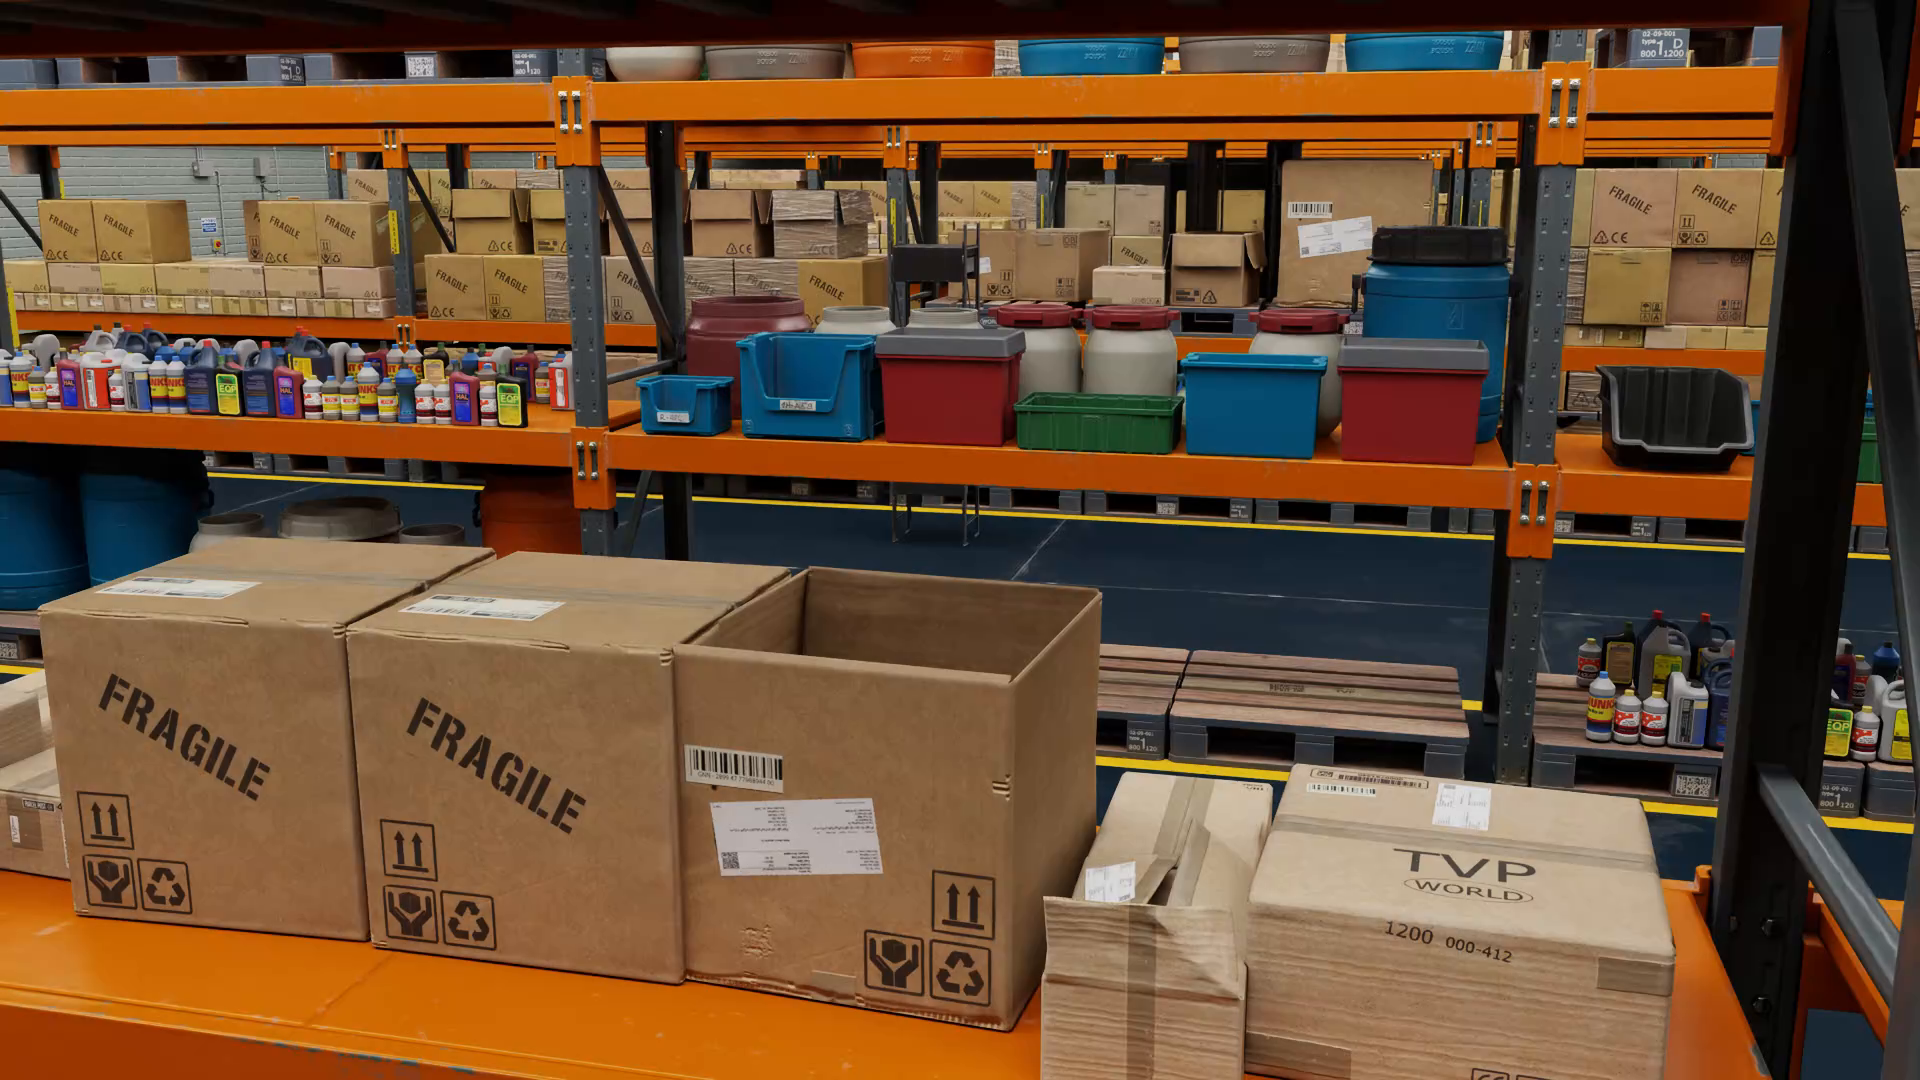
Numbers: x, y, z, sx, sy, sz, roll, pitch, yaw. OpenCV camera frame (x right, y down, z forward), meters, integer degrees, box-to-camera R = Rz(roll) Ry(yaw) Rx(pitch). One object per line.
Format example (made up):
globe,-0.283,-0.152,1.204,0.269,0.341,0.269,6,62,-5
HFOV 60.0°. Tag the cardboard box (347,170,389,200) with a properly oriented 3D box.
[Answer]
cardboard box,-6.453,-3.874,18.544,0.500,0.500,0.500,3,13,13

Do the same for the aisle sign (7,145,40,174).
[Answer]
aisle sign,-8.110,-3.569,14.394,0.004,0.787,0.394,3,13,14

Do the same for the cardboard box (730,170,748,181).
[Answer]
cardboard box,-2.949,-4.973,22.687,0.250,0.149,0.380,3,13,13

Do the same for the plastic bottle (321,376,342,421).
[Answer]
plastic bottle,-2.926,-0.663,7.755,0.097,0.201,0.097,0,13,0

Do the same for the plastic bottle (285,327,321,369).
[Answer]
plastic bottle,-3.375,-0.924,8.587,0.185,0.351,0.144,3,13,14

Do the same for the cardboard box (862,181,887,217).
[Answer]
cardboard box,-0.995,-4.543,22.245,0.500,0.500,0.500,3,13,13

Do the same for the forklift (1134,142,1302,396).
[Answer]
forklift,2.107,-2.108,13.968,1.130,2.935,3.031,-4,13,-17

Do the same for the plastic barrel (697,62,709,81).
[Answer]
plastic barrel,-1.280,-2.163,7.491,0.294,0.245,0.294,0,13,0

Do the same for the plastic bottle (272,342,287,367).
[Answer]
plastic bottle,-3.521,-0.885,8.593,0.097,0.271,0.097,0,13,0

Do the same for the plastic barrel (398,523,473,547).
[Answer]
plastic barrel,-2.581,0.201,8.178,0.421,0.512,0.421,0,13,0

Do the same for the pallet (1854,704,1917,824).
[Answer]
pallet,4.182,0.899,6.695,1.213,0.211,1.003,3,13,14

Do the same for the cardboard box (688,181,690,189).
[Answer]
cardboard box,-3.850,-4.693,22.923,0.500,0.500,0.500,3,13,14

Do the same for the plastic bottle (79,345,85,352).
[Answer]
plastic bottle,-4.601,-0.952,8.886,0.135,0.276,0.152,3,13,14

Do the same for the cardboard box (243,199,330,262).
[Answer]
cardboard box,-5.615,-2.596,13.936,0.500,0.500,0.500,3,13,12

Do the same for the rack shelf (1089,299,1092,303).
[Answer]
rack shelf,2.883,-2.401,16.791,4.000,0.370,1.077,3,13,14

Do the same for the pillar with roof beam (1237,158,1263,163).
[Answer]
pillar with roof beam,3.665,-7.091,22.421,0.400,9.000,9.100,3,13,14

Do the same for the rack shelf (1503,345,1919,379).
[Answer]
rack shelf,5.480,-1.156,11.178,4.000,0.370,1.077,3,13,14

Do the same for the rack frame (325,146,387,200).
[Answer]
rack frame,-6.826,-3.271,19.052,0.127,3.000,1.000,3,13,14

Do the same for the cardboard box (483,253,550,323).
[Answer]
cardboard box,-3.354,-1.972,12.967,0.500,0.500,0.500,3,13,14

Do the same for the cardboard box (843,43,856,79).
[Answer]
cardboard box,-0.955,-3.554,12.196,0.637,0.503,0.797,4,13,17

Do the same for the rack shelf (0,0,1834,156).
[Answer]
rack shelf,-0.780,-0.745,2.400,4.000,0.370,1.077,3,13,14

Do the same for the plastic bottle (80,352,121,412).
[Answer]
plastic bottle,-4.158,-0.771,8.072,0.135,0.276,0.152,3,13,14

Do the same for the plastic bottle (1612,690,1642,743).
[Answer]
plastic bottle,2.655,0.696,6.615,0.097,0.201,0.097,0,13,0

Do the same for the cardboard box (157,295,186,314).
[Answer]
cardboard box,-6.353,-1.943,13.647,0.250,0.149,0.380,3,13,12

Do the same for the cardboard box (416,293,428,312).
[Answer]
cardboard box,-4.436,-1.988,13.851,0.250,0.149,0.380,3,13,14

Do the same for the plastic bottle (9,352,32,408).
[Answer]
plastic bottle,-4.596,-0.786,8.150,0.097,0.271,0.097,0,13,0

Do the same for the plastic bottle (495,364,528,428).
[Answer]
plastic bottle,-2.027,-0.651,7.512,0.133,0.283,0.061,3,13,14

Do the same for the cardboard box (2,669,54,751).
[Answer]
cardboard box,-1.783,0.376,3.193,0.250,0.149,0.380,3,13,14

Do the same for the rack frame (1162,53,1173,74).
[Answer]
rack frame,3.215,-7.875,25.952,0.127,3.000,1.000,3,13,14

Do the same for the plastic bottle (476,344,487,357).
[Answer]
plastic bottle,-2.443,-0.851,8.412,0.133,0.283,0.061,3,13,14

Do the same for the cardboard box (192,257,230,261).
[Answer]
cardboard box,-6.592,-2.283,14.259,0.500,0.250,0.500,3,13,12

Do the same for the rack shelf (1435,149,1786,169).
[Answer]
rack shelf,7.854,-4.704,20.246,4.000,0.370,1.077,3,13,14

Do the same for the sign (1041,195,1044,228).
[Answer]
sign,0.821,-3.268,16.547,0.005,0.325,0.100,3,13,14

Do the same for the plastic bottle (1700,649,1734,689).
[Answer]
plastic bottle,3.070,0.608,6.667,0.185,0.351,0.144,3,13,14

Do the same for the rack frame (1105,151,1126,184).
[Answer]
rack frame,2.029,-3.902,21.896,0.127,3.000,1.000,3,13,14

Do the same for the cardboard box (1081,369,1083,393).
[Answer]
cardboard box,0.830,-1.125,12.402,0.500,0.250,0.500,5,13,20

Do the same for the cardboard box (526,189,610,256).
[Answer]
cardboard box,-2.943,-2.495,13.006,0.637,0.503,0.797,3,13,14

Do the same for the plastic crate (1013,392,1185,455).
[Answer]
plastic crate,0.593,-0.497,7.036,0.662,0.188,0.450,3,13,14

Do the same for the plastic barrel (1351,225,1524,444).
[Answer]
plastic barrel,2.049,-0.897,7.196,0.708,0.901,0.600,3,13,14

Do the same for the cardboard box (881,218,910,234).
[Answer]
cardboard box,-0.635,-3.212,17.021,0.250,0.149,0.380,3,13,14

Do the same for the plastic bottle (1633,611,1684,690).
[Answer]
plastic bottle,3.046,0.482,7.235,0.185,0.351,0.144,3,13,12

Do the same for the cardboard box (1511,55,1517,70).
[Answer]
cardboard box,3.923,-3.240,11.414,0.250,0.149,0.380,3,13,15

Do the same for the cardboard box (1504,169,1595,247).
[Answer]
cardboard box,3.914,-2.216,11.070,0.500,0.500,0.500,3,13,14

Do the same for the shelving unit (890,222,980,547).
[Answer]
shelving unit,-0.161,-1.034,11.045,0.503,2.100,0.431,3,13,14

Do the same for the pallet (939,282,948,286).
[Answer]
pallet,0.224,-2.777,17.267,1.003,0.211,1.213,3,13,14

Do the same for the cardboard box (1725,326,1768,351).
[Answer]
cardboard box,5.135,-1.338,10.921,0.250,0.149,0.380,3,13,14

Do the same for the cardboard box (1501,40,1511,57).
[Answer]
cardboard box,5.097,-4.543,15.397,0.250,0.149,0.380,3,13,14

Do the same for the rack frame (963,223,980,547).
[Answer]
rack frame,0.076,-1.021,10.988,0.015,2.100,0.400,3,13,14

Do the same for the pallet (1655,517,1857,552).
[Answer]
pallet,5.387,-0.159,11.463,1.213,0.211,1.003,3,13,14

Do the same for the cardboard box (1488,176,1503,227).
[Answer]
cardboard box,5.175,-3.222,15.993,0.550,0.550,0.875,3,13,14

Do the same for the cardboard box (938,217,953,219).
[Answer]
cardboard box,-0.217,-3.334,17.574,0.250,0.149,0.380,3,13,11
